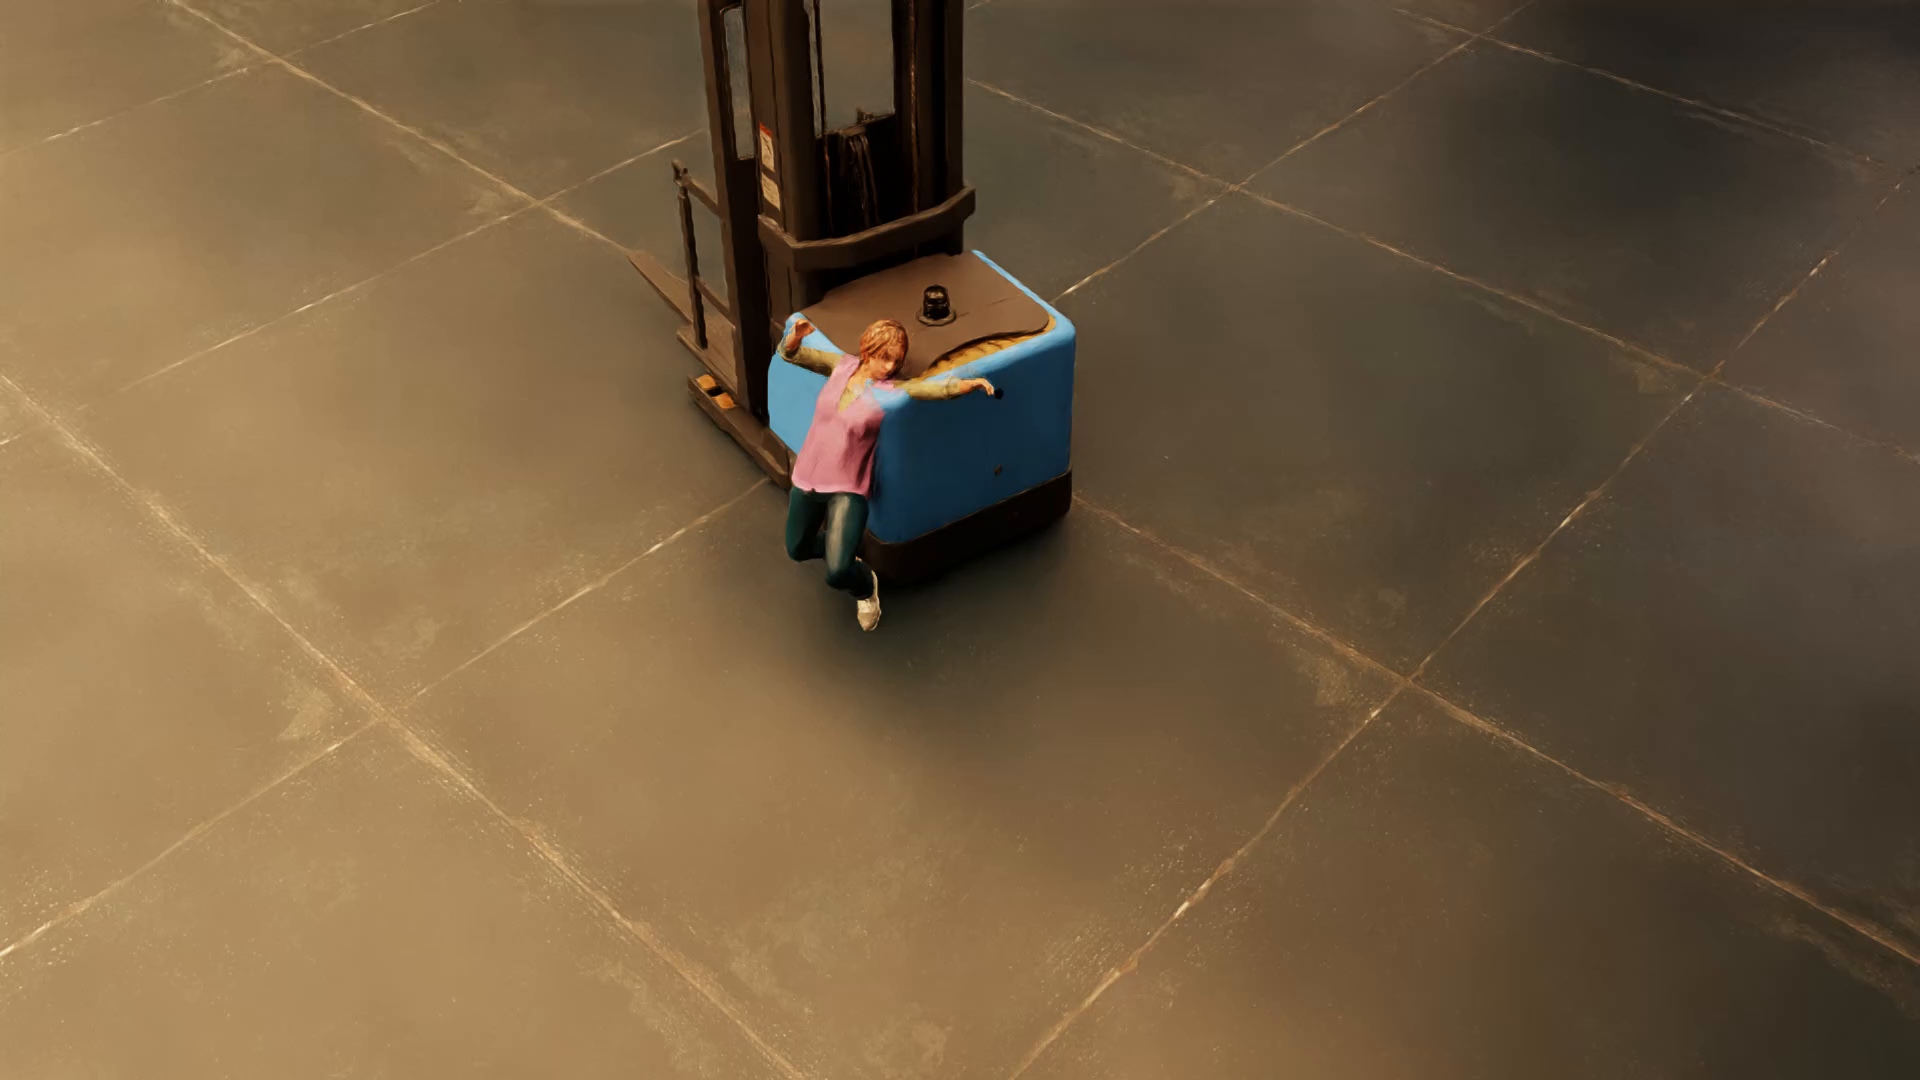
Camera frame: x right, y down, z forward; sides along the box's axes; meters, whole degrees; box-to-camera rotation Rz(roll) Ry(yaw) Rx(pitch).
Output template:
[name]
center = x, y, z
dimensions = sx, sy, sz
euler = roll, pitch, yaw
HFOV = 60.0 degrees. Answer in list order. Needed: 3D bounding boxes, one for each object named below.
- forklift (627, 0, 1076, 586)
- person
[forklift]
center = -0.721, -1.837, 7.569
dimensions = 1.130, 2.935, 3.031
euler = -24, 46, -25
[person]
center = -0.340, -0.248, 6.823
dimensions = 0.939, 1.508, 0.728
euler = 25, 47, 26
